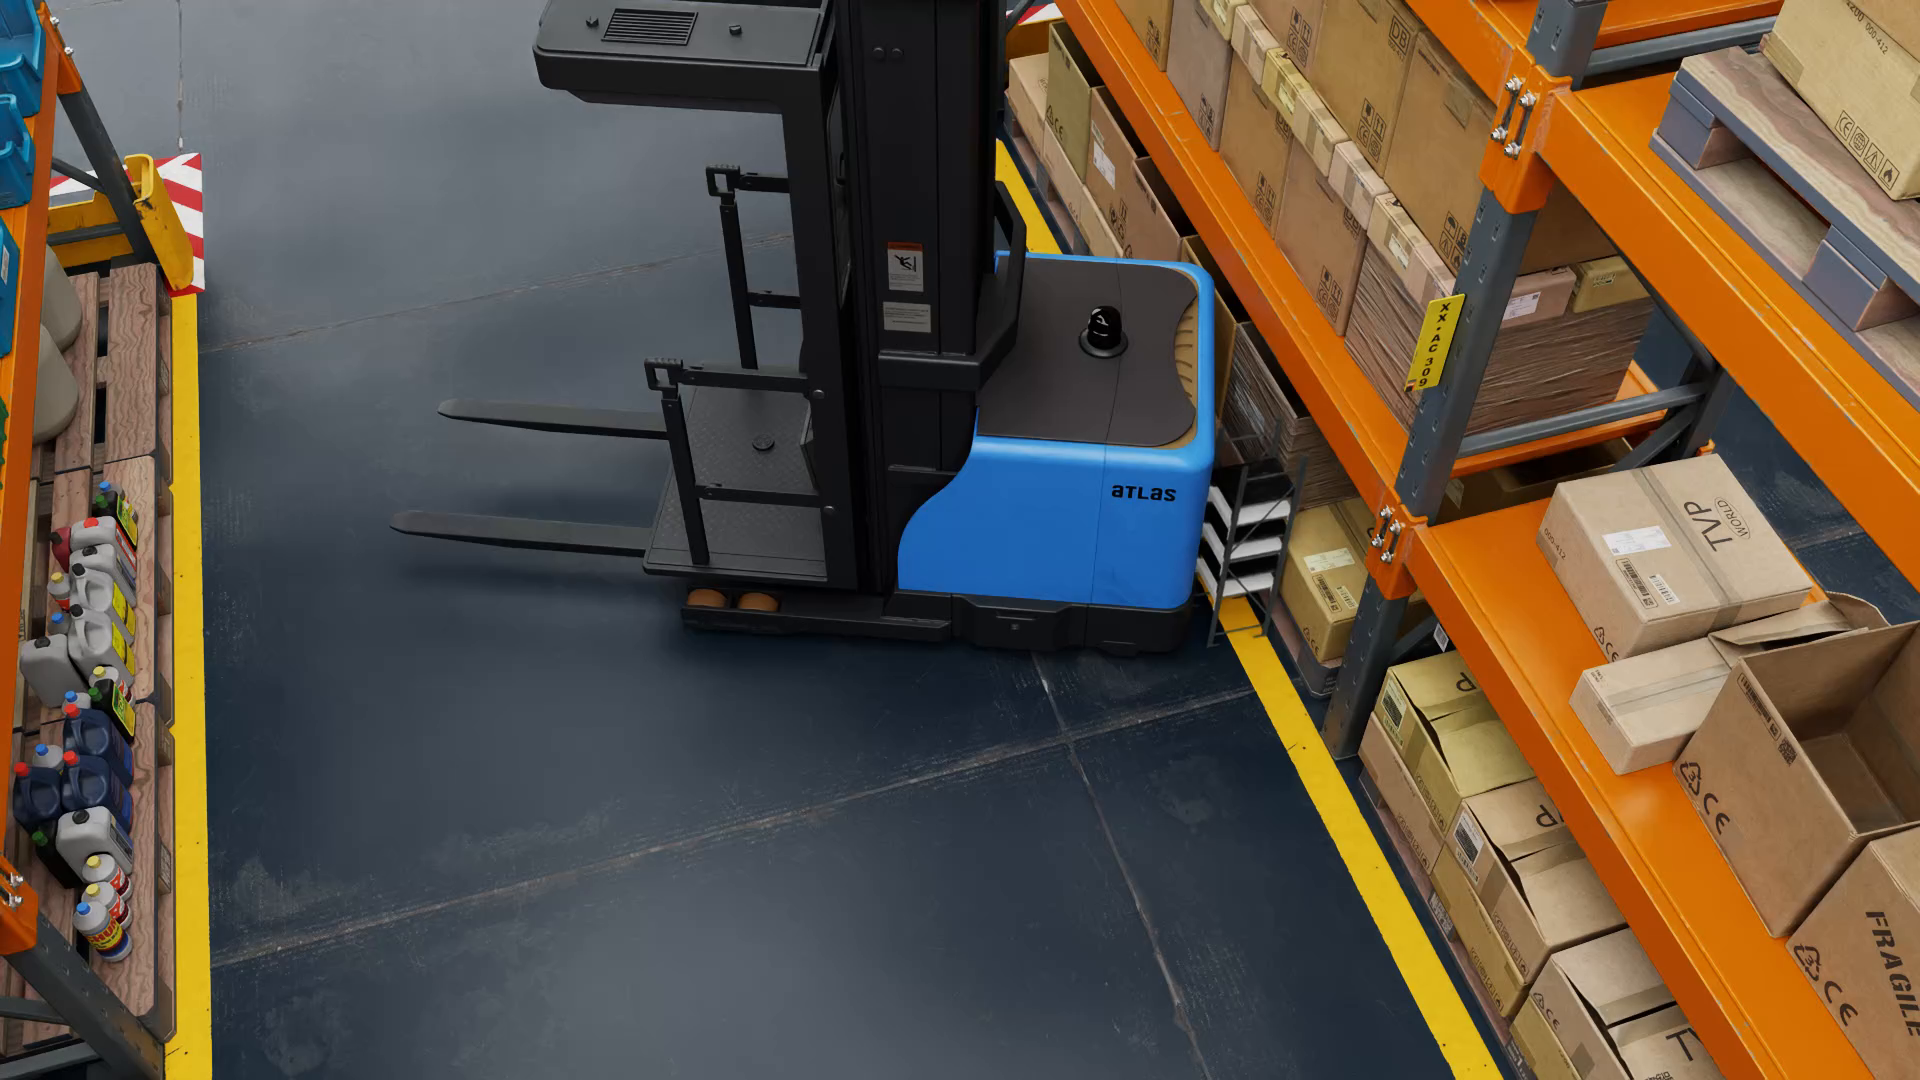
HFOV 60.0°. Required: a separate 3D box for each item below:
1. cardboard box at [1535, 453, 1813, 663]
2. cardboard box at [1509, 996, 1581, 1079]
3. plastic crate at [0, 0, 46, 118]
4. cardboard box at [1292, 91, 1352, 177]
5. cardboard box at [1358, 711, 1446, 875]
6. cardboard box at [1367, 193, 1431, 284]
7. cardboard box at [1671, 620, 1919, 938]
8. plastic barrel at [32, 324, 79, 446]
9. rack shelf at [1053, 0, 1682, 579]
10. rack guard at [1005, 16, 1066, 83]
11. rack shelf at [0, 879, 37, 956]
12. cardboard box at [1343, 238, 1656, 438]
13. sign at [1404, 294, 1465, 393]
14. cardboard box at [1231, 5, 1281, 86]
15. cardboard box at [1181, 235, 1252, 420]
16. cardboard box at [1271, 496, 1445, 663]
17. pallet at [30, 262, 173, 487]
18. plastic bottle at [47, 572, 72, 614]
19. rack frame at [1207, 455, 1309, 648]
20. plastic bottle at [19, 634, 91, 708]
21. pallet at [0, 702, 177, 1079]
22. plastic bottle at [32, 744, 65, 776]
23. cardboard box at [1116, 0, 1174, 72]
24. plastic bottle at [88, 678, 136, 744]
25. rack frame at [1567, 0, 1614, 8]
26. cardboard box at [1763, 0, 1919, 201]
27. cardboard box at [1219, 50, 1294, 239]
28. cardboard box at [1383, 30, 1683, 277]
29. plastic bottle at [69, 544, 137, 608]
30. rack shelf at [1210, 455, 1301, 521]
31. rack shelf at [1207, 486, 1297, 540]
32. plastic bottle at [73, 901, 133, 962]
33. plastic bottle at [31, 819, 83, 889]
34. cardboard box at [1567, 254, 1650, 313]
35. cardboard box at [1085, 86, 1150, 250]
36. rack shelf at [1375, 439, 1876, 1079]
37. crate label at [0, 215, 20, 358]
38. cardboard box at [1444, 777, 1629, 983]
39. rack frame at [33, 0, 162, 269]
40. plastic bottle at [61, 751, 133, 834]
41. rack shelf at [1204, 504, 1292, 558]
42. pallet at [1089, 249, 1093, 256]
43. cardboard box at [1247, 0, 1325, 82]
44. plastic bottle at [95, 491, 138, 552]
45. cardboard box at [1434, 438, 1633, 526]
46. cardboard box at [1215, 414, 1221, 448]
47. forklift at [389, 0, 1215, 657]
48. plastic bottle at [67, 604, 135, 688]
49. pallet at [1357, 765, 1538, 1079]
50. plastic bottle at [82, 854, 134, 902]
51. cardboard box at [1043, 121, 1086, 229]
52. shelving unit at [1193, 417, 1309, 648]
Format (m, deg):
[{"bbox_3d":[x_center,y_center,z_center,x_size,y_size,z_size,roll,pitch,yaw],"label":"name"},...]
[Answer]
[{"bbox_3d":[1.969,0.059,4.626,0.500,0.250,0.500,-10,51,-9],"label":"cardboard box"},{"bbox_3d":[1.970,1.514,4.825,0.500,0.250,0.500,-15,51,-12],"label":"cardboard box"},{"bbox_3d":[-3.700,-1.797,6.190,0.499,0.251,0.616,-13,51,-11],"label":"plastic crate"},{"bbox_3d":[1.267,-1.294,5.179,0.380,0.149,0.250,-13,51,-11],"label":"cardboard box"},{"bbox_3d":[1.665,0.763,5.459,0.500,0.250,0.500,-14,51,-12],"label":"cardboard box"},{"bbox_3d":[1.426,-0.911,4.856,0.380,0.149,0.250,-14,51,-12],"label":"cardboard box"},{"bbox_3d":[2.149,0.578,4.025,0.500,0.500,0.500,-10,51,-8],"label":"cardboard box"},{"bbox_3d":[-3.718,-0.647,6.476,0.421,0.512,0.421,0,50,0],"label":"plastic barrel"},{"bbox_3d":[1.191,-1.568,6.370,1.077,0.370,4.000,-13,51,-11],"label":"rack shelf"},{"bbox_3d":[0.592,-2.472,8.297,1.175,0.500,0.348,-13,51,-11],"label":"rack guard"},{"bbox_3d":[-2.359,2.471,2.965,1.077,0.370,4.000,-13,51,-11],"label":"rack shelf"},{"bbox_3d":[1.645,-0.694,5.097,0.700,0.500,0.500,-15,51,-12],"label":"cardboard box"},{"bbox_3d":[1.252,-0.517,4.395,0.100,0.325,0.005,-13,51,-11],"label":"sign"},{"bbox_3d":[1.123,-1.658,5.486,0.380,0.149,0.250,-12,51,-10],"label":"cardboard box"},{"bbox_3d":[1.148,-0.851,6.329,0.500,0.500,0.500,-13,51,-11],"label":"cardboard box"},{"bbox_3d":[1.436,0.123,5.998,0.500,0.250,0.500,-13,51,-11],"label":"cardboard box"},{"bbox_3d":[-3.831,-0.605,6.912,1.003,0.211,1.213,-13,51,-11],"label":"pallet"},{"bbox_3d":[-3.196,0.193,5.958,0.097,0.201,0.097,0,50,0],"label":"plastic bottle"},{"bbox_3d":[1.044,0.056,5.876,0.240,0.900,0.006,-10,46,-13],"label":"rack frame"},{"bbox_3d":[-3.109,0.435,5.705,0.152,0.276,0.135,-13,51,-11],"label":"plastic bottle"},{"bbox_3d":[-3.110,1.177,5.409,1.003,0.211,1.213,-13,51,-11],"label":"pallet"},{"bbox_3d":[-2.951,0.754,5.439,0.097,0.271,0.097,0,50,0],"label":"plastic bottle"},{"bbox_3d":[1.026,-2.202,6.369,0.700,0.500,0.500,-13,51,-11],"label":"cardboard box"},{"bbox_3d":[-2.858,0.561,5.594,0.061,0.283,0.133,-11,51,-9],"label":"plastic bottle"},{"bbox_3d":[1.782,-2.273,2.570,1.000,3.000,0.127,-13,51,-11],"label":"rack frame"},{"bbox_3d":[1.955,-0.941,3.232,0.500,0.250,0.500,-9,50,-7],"label":"cardboard box"},{"bbox_3d":[1.338,-1.445,5.730,0.700,0.500,0.500,-13,51,-10],"label":"cardboard box"},{"bbox_3d":[1.645,-1.112,4.601,0.700,0.500,0.500,-13,51,-11],"label":"cardboard box"},{"bbox_3d":[-3.082,0.127,5.965,0.152,0.276,0.135,-15,51,-12],"label":"plastic bottle"},{"bbox_3d":[1.022,-0.181,5.779,0.258,0.077,0.200,-10,46,-13],"label":"rack shelf"},{"bbox_3d":[1.020,-0.117,5.842,0.258,0.077,0.200,-10,46,-13],"label":"rack shelf"},{"bbox_3d":[-2.626,1.184,5.076,0.097,0.271,0.097,0,50,0],"label":"plastic bottle"},{"bbox_3d":[-2.850,0.975,5.245,0.061,0.283,0.133,-13,51,-11],"label":"plastic bottle"},{"bbox_3d":[1.888,-0.820,4.780,0.380,0.149,0.250,-13,51,-11],"label":"cardboard box"},{"bbox_3d":[0.855,-1.582,6.945,0.500,0.500,0.500,-13,51,-11],"label":"cardboard box"},{"bbox_3d":[2.374,1.354,3.907,1.077,0.370,4.000,-13,51,-11],"label":"rack shelf"},{"bbox_3d":[-3.331,-0.871,5.289,0.502,0.435,0.616,-13,51,-11],"label":"crate label"},{"bbox_3d":[1.809,0.956,4.929,0.500,0.311,0.500,-14,51,-11],"label":"cardboard box"},{"bbox_3d":[-4.134,-2.143,6.384,1.000,3.000,0.127,-13,51,-11],"label":"rack frame"},{"bbox_3d":[-2.793,0.807,5.342,0.144,0.351,0.185,-12,51,-10],"label":"plastic bottle"},{"bbox_3d":[1.017,-0.053,5.905,0.258,0.077,0.200,-10,46,-13],"label":"rack shelf"},{"bbox_3d":[1.223,-0.923,7.180,1.003,0.211,1.213,-13,51,-11],"label":"pallet"},{"bbox_3d":[1.347,-1.847,5.221,0.700,0.500,0.500,-13,51,-11],"label":"cardboard box"},{"bbox_3d":[-3.120,-0.086,6.139,0.061,0.283,0.133,-12,51,-10],"label":"plastic bottle"},{"bbox_3d":[1.944,-0.239,5.813,0.500,0.500,0.500,-13,51,-11],"label":"cardboard box"},{"bbox_3d":[1.136,-0.607,6.613,0.500,0.250,0.500,-13,51,-11],"label":"cardboard box"},{"bbox_3d":[-0.622,-0.992,5.459,3.031,2.935,1.130,4,50,4],"label":"forklift"},{"bbox_3d":[-2.975,0.359,5.720,0.144,0.351,0.185,-14,51,-11],"label":"plastic bottle"},{"bbox_3d":[2.037,1.089,5.483,1.003,0.211,1.213,-13,51,-11],"label":"pallet"},{"bbox_3d":[-2.686,1.058,5.228,0.097,0.201,0.097,0,50,0],"label":"plastic bottle"},{"bbox_3d":[0.697,-1.703,7.537,0.500,0.250,0.500,-13,51,-11],"label":"cardboard box"},{"bbox_3d":[1.015,-0.013,5.945,0.258,0.900,0.210,-10,46,-13],"label":"shelving unit"}]
